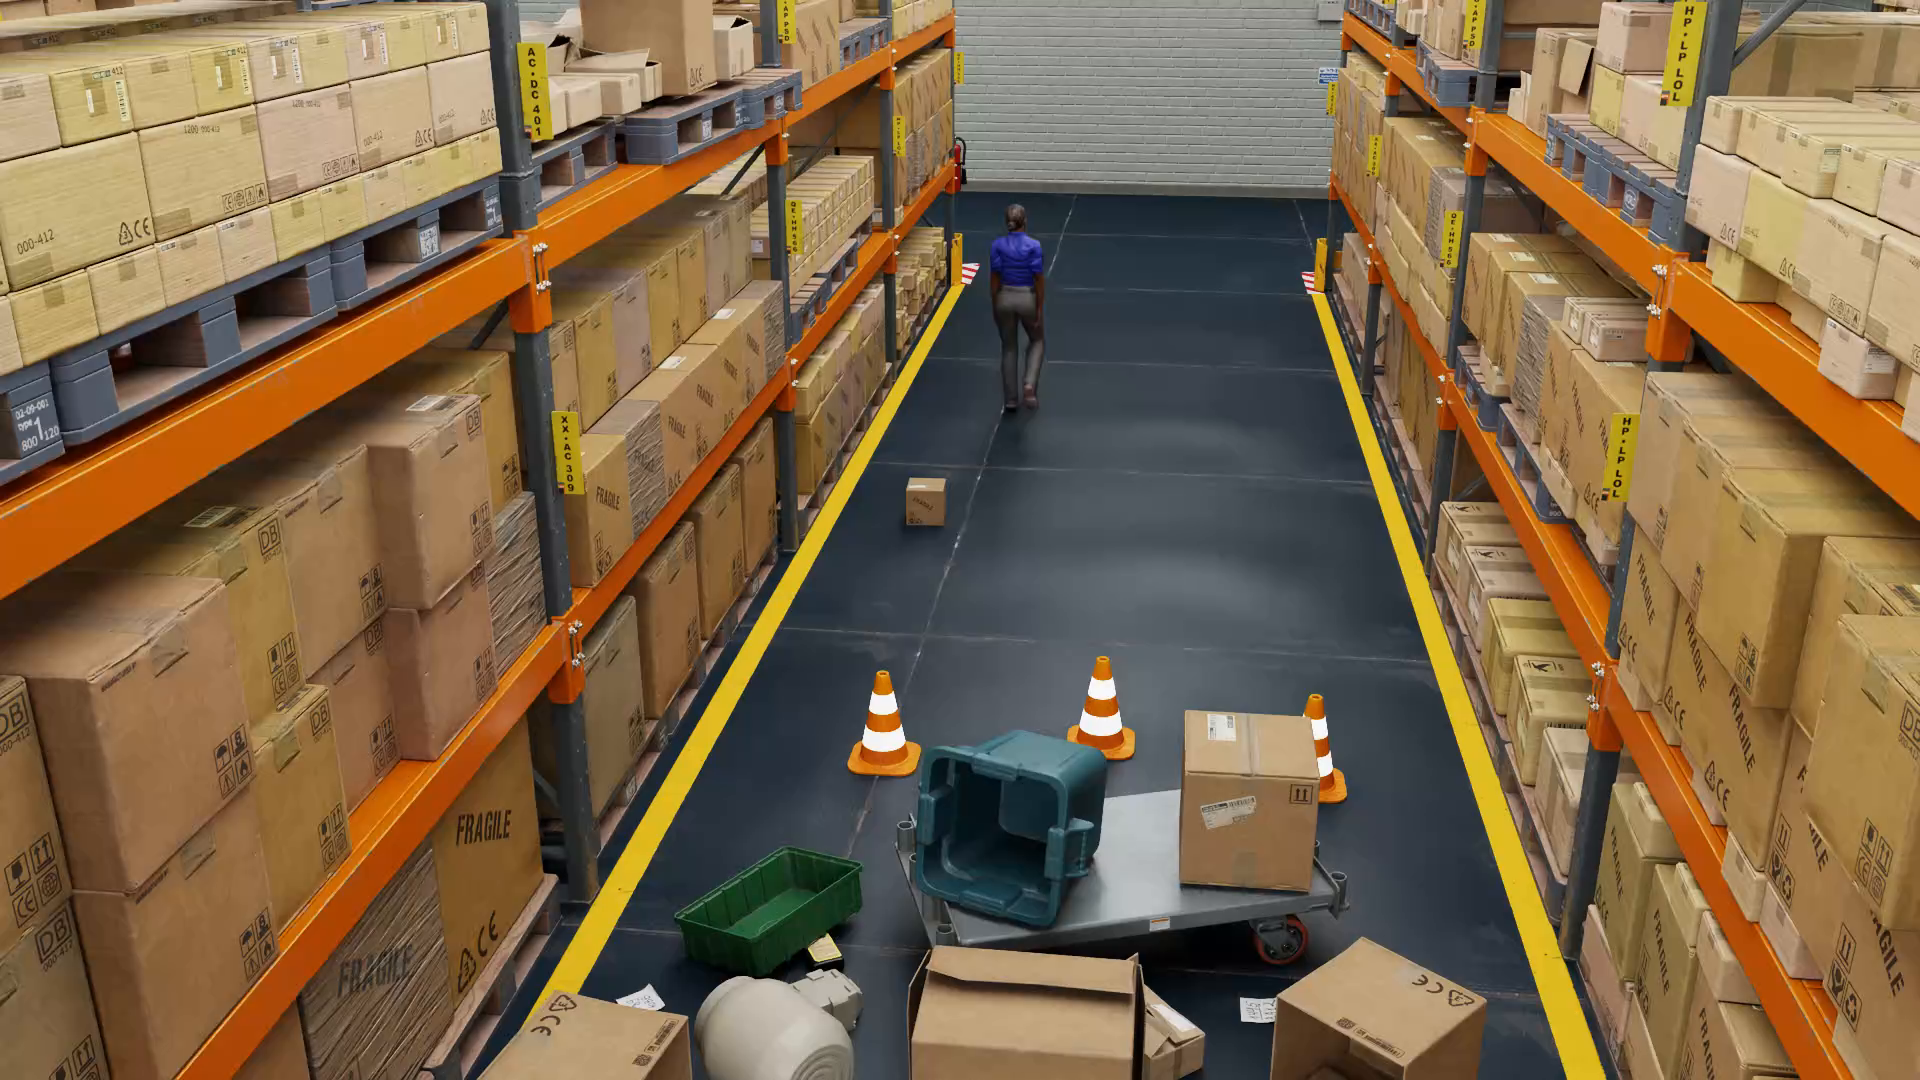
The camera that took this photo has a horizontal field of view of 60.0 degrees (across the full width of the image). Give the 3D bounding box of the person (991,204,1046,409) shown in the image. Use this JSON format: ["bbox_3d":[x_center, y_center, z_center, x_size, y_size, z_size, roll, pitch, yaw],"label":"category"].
[{"bbox_3d":[0.466,-1.864,13.347,0.443,1.655,0.425,3,22,8],"label":"person"}]
